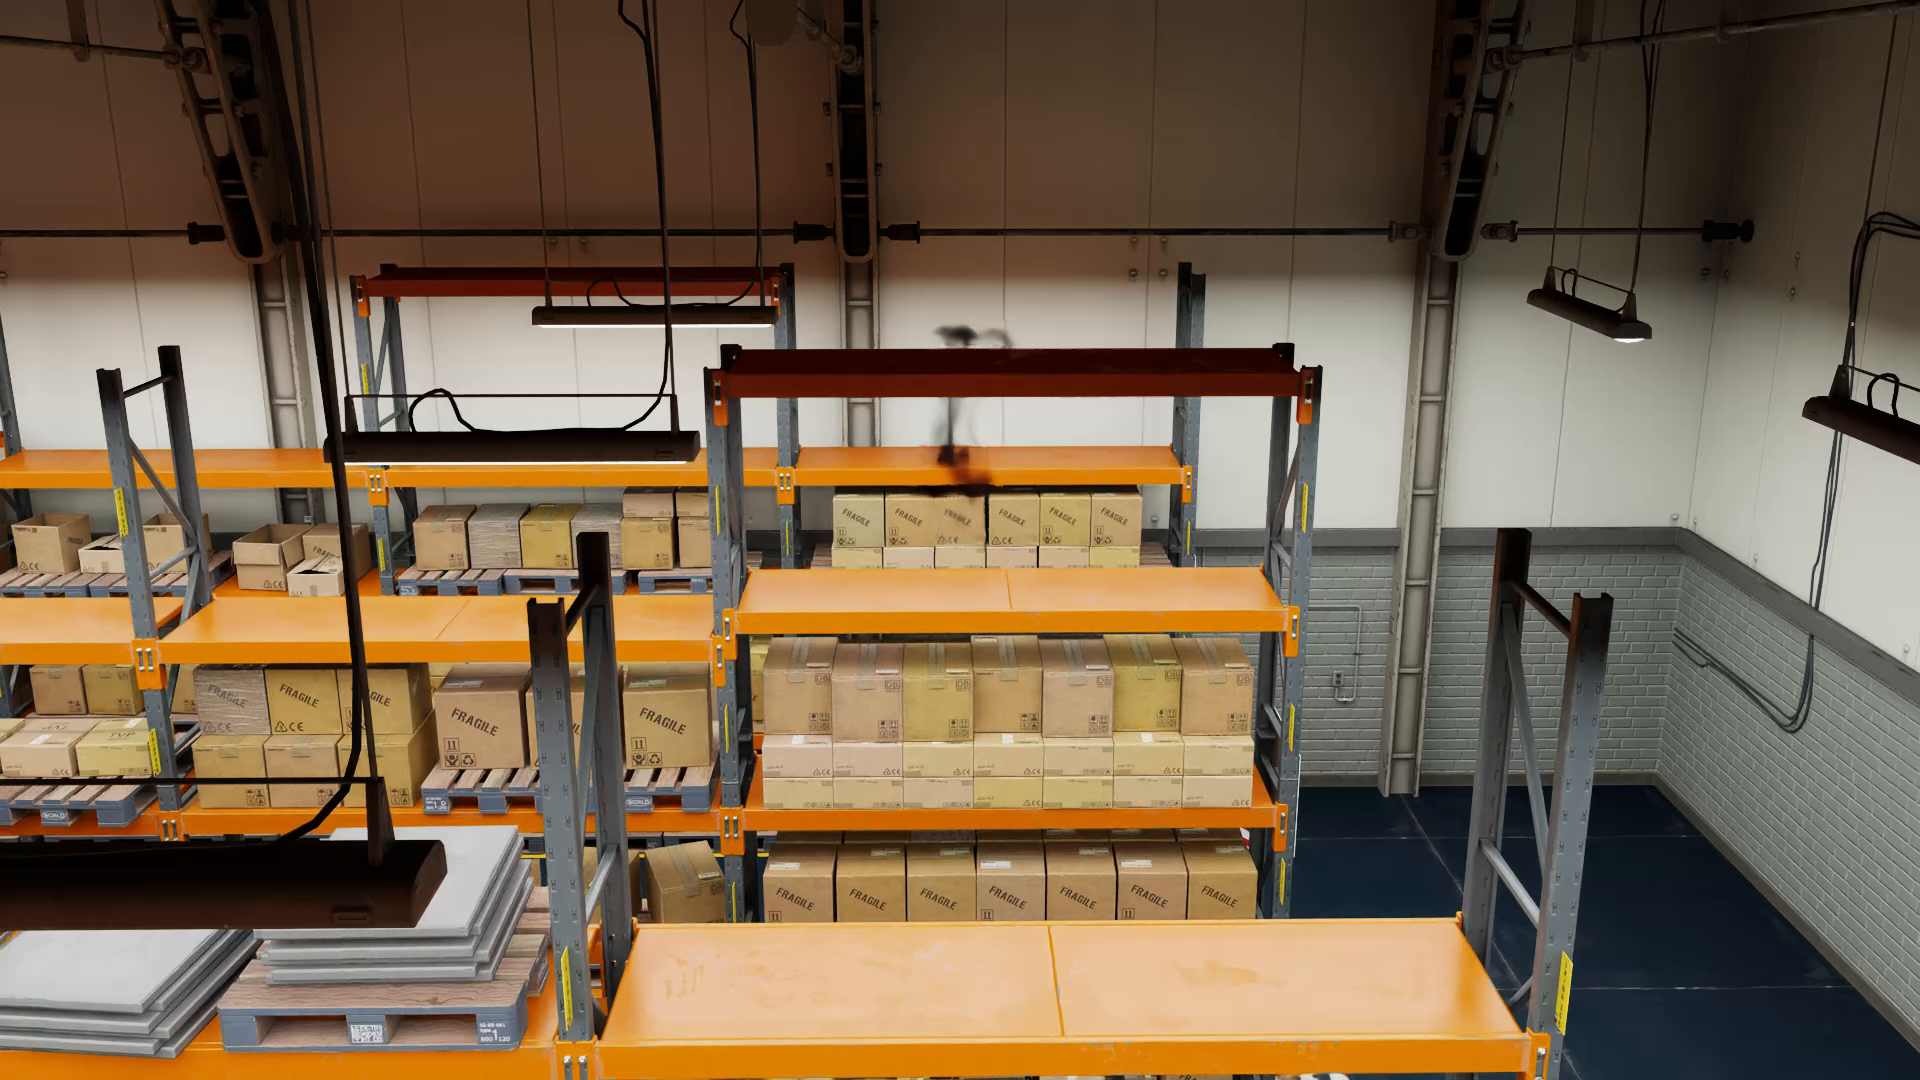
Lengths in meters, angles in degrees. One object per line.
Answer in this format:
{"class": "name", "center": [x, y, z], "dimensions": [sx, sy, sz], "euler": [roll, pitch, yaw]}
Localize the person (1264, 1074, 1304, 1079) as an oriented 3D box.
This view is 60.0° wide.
{"class": "person", "center": [2.296, 4.160, 11.473], "dimensions": [0.695, 1.576, 0.599], "euler": [-8, 18, -26]}
